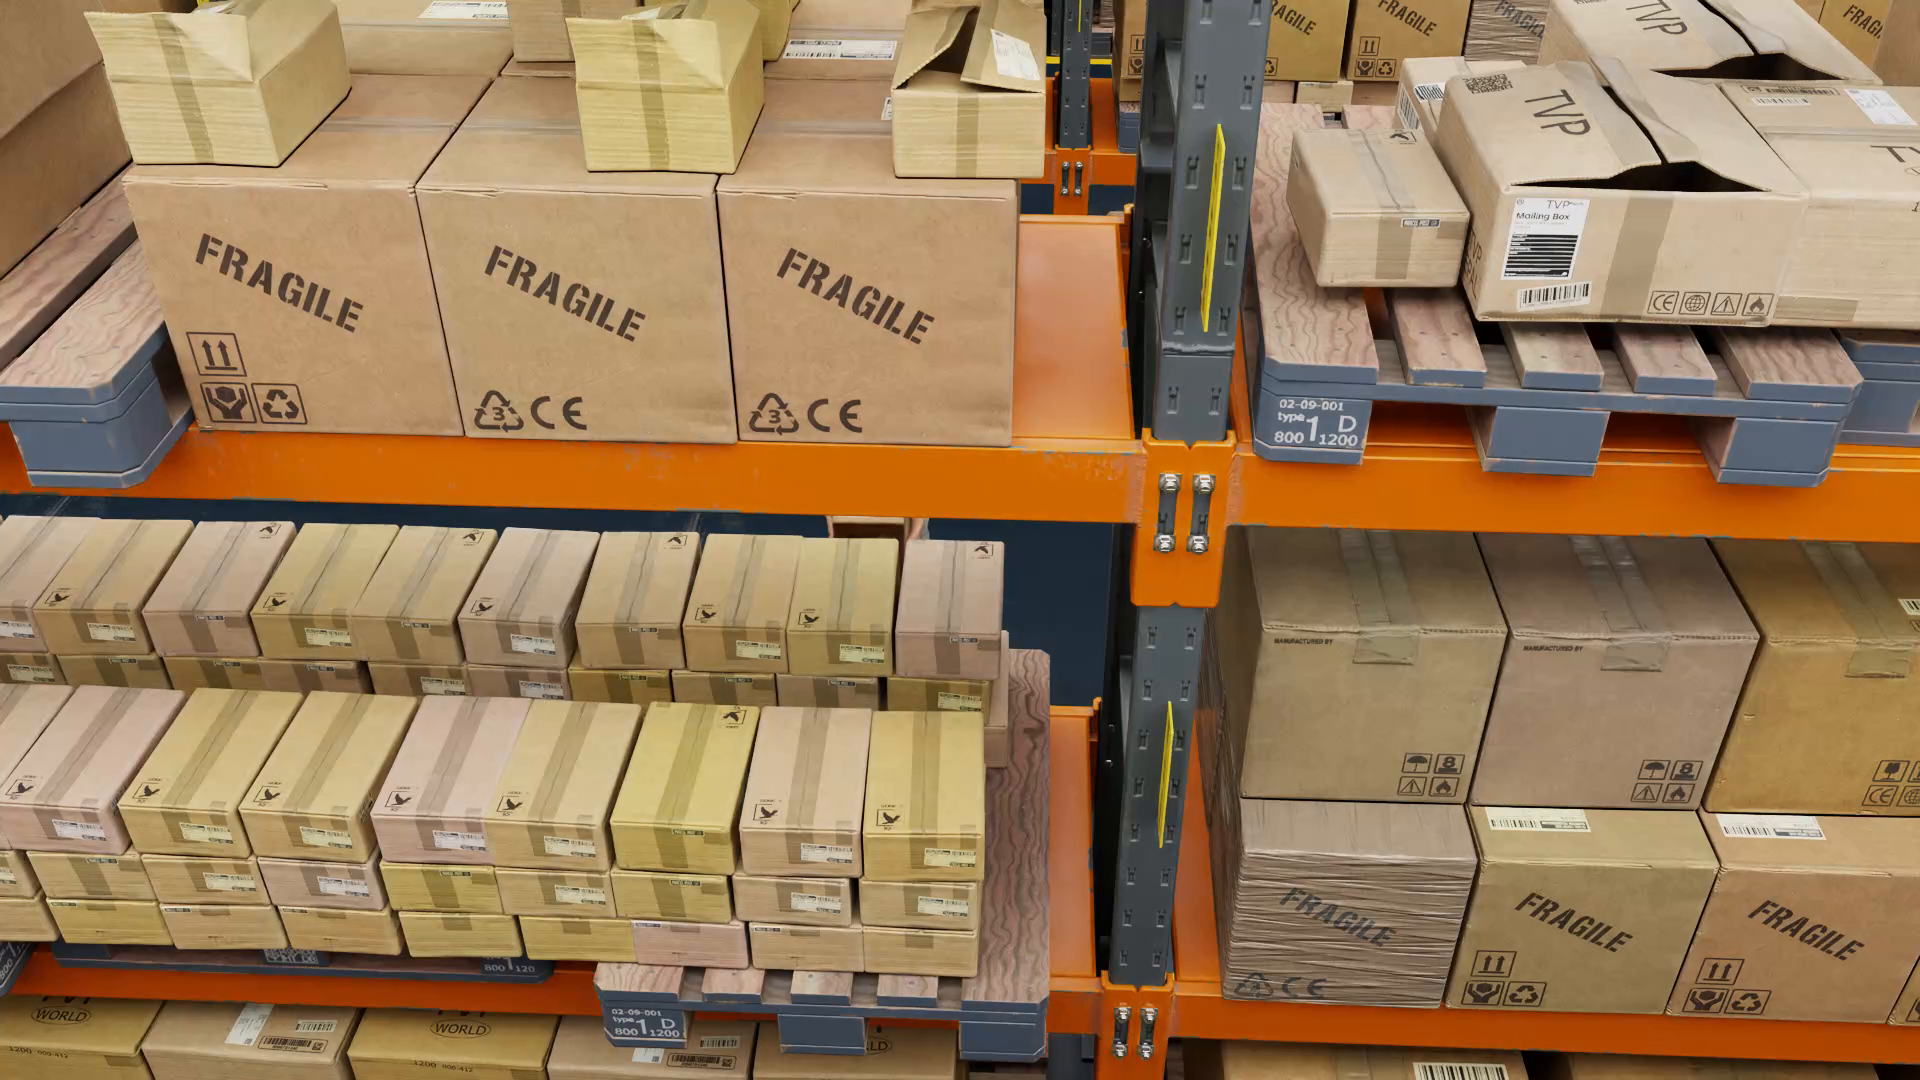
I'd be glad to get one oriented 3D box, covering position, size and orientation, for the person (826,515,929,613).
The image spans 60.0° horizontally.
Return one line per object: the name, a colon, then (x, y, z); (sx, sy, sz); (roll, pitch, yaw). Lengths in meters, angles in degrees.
person: (-0.292, -0.008, 6.178); (0.439, 1.651, 0.558); (1, 36, 2)
